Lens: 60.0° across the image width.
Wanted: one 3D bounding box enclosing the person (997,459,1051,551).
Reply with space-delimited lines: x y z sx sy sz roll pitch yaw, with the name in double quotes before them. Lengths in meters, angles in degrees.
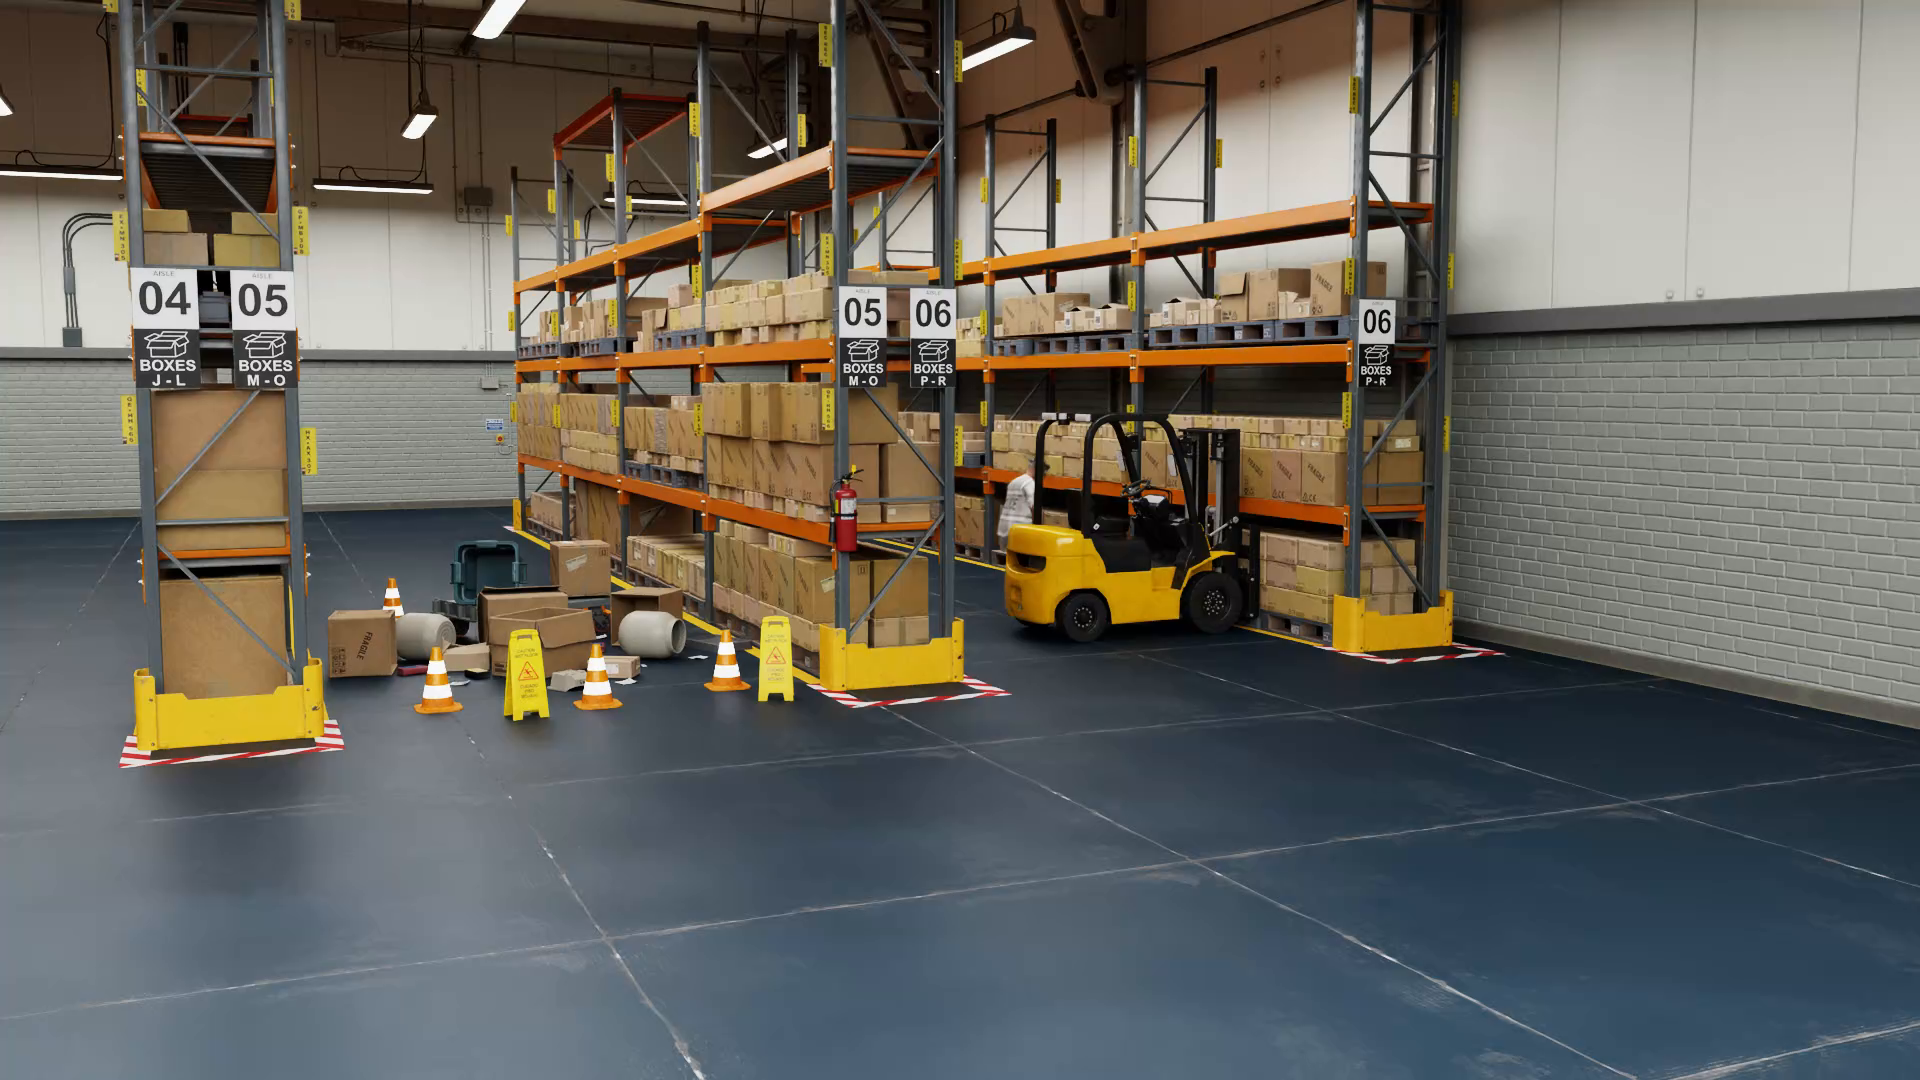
"person" 0.693 -0.043 17.801 0.585 1.650 0.571 -2 6 -22
